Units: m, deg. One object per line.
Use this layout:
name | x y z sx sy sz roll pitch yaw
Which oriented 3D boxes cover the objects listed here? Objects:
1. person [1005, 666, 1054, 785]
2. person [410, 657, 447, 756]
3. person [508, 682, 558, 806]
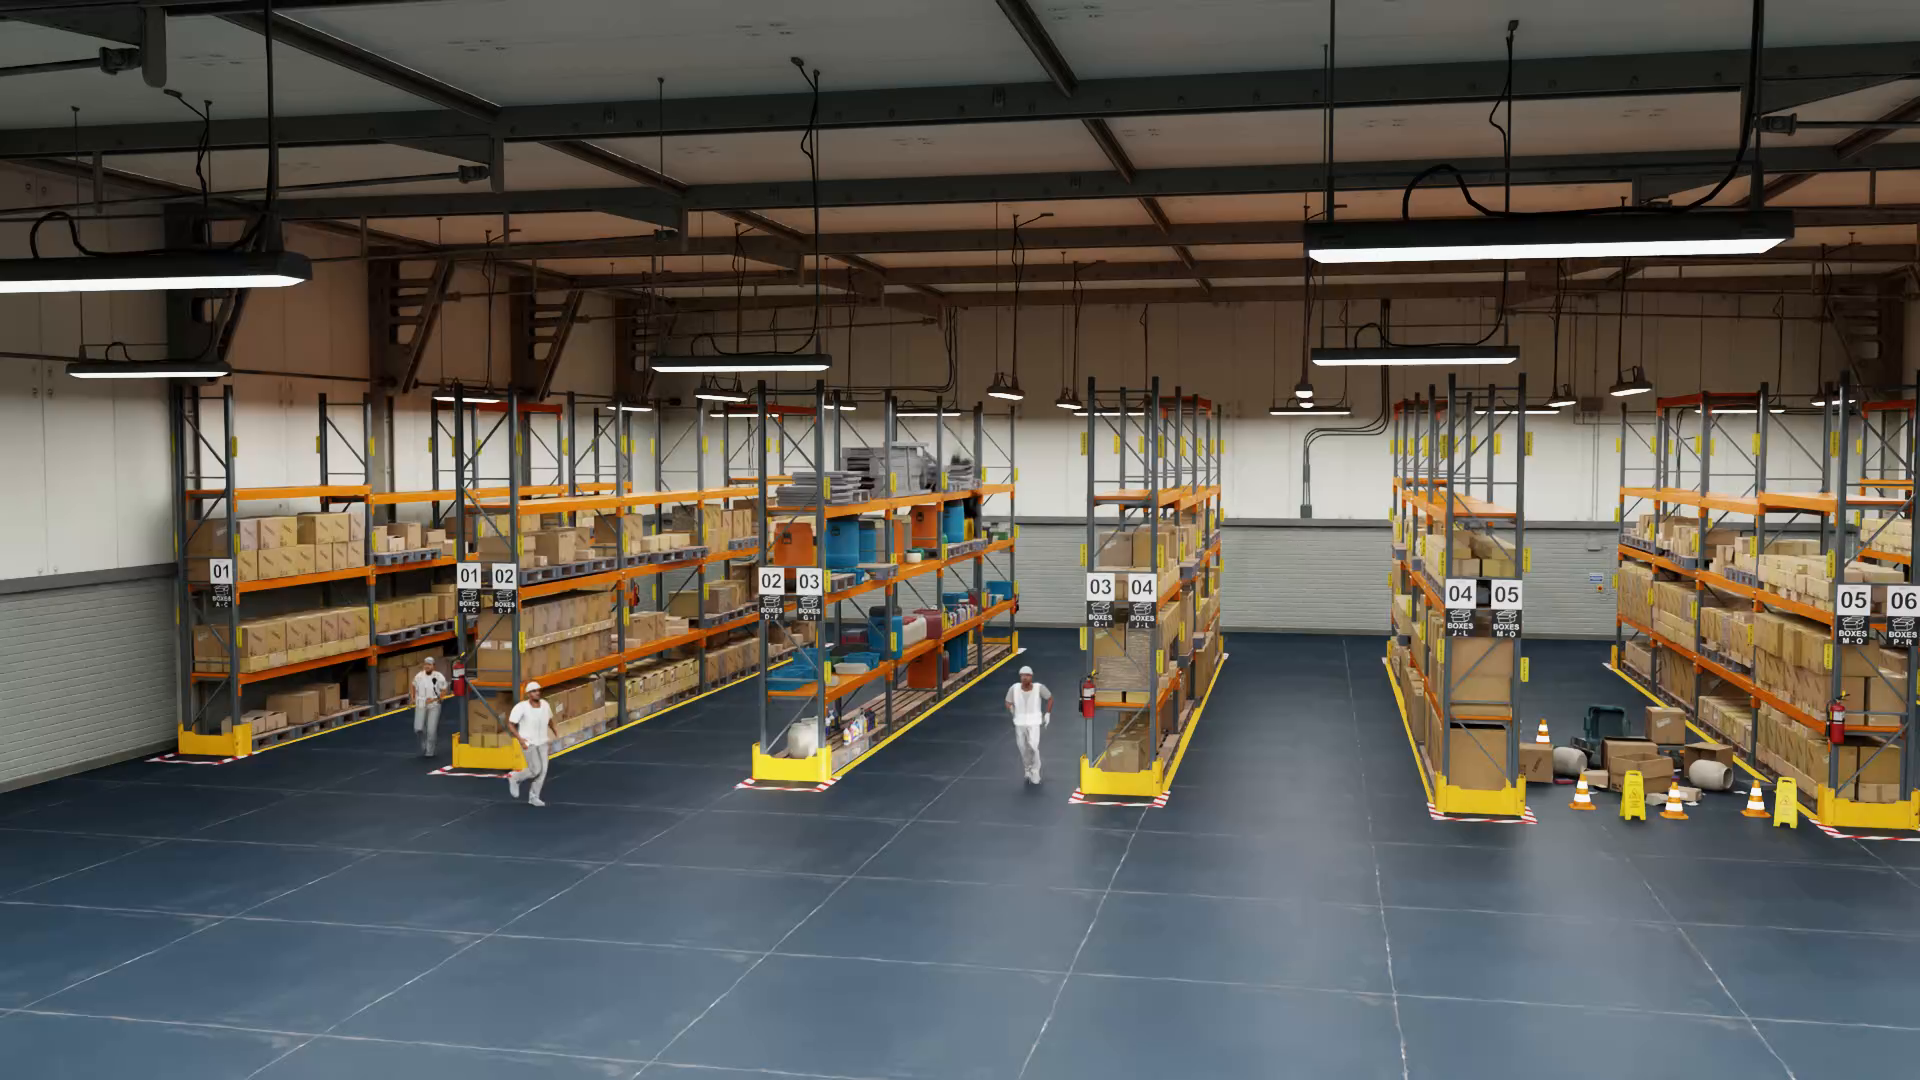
person | 1.001 2.735 24.665 0.688 1.747 0.740 1 3 15
person | -8.608 2.693 26.904 0.600 1.607 0.529 0 3 -6
person | -5.973 2.841 23.290 0.632 1.735 0.691 3 4 40
